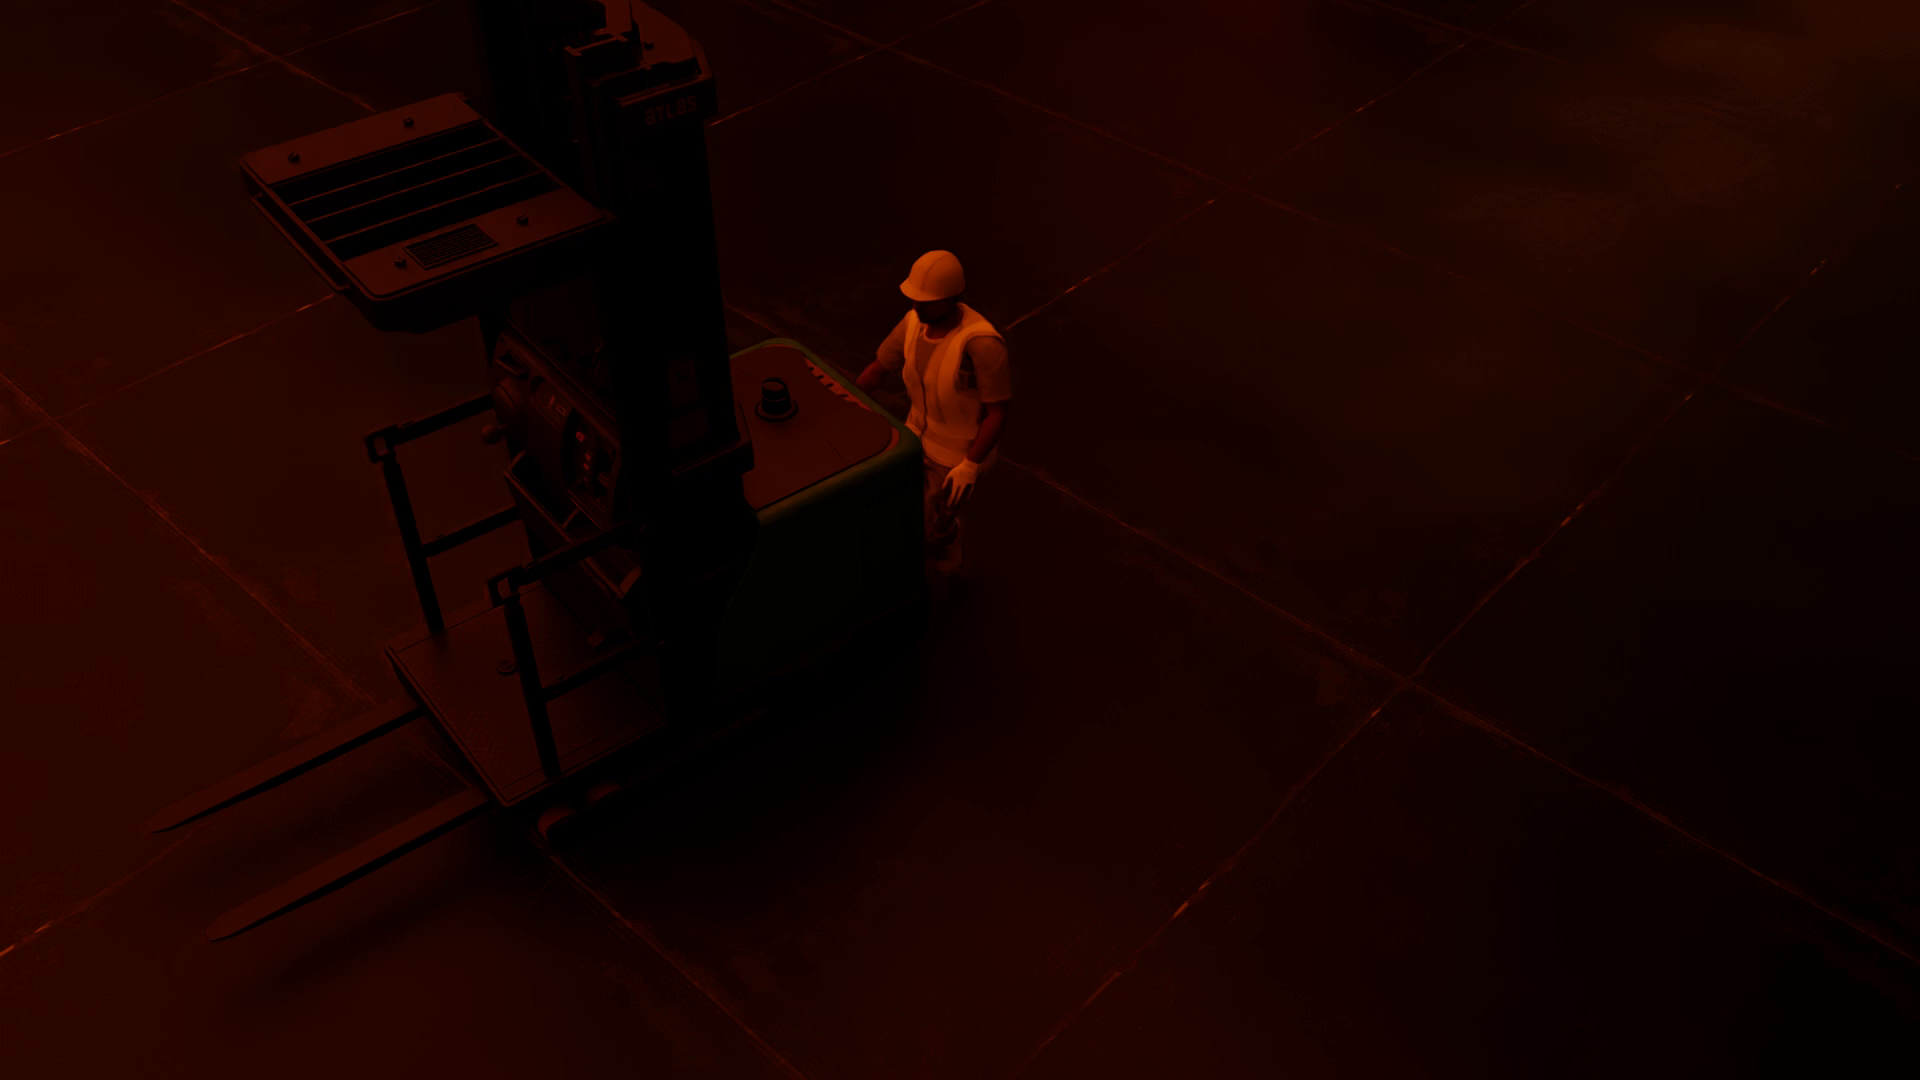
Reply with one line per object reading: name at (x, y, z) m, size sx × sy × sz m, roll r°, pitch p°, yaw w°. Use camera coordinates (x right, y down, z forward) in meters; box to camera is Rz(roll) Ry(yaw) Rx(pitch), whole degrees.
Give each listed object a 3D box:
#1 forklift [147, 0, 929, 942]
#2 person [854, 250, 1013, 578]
forklift at (-1.601, -0.341, 5.826) m, size 3.031 × 2.935 × 1.130 m, roll -27°, pitch 48°, yaw -28°
person at (-0.225, -0.389, 6.854) m, size 0.725 × 1.691 × 0.789 m, roll -25°, pitch 47°, yaw -26°
